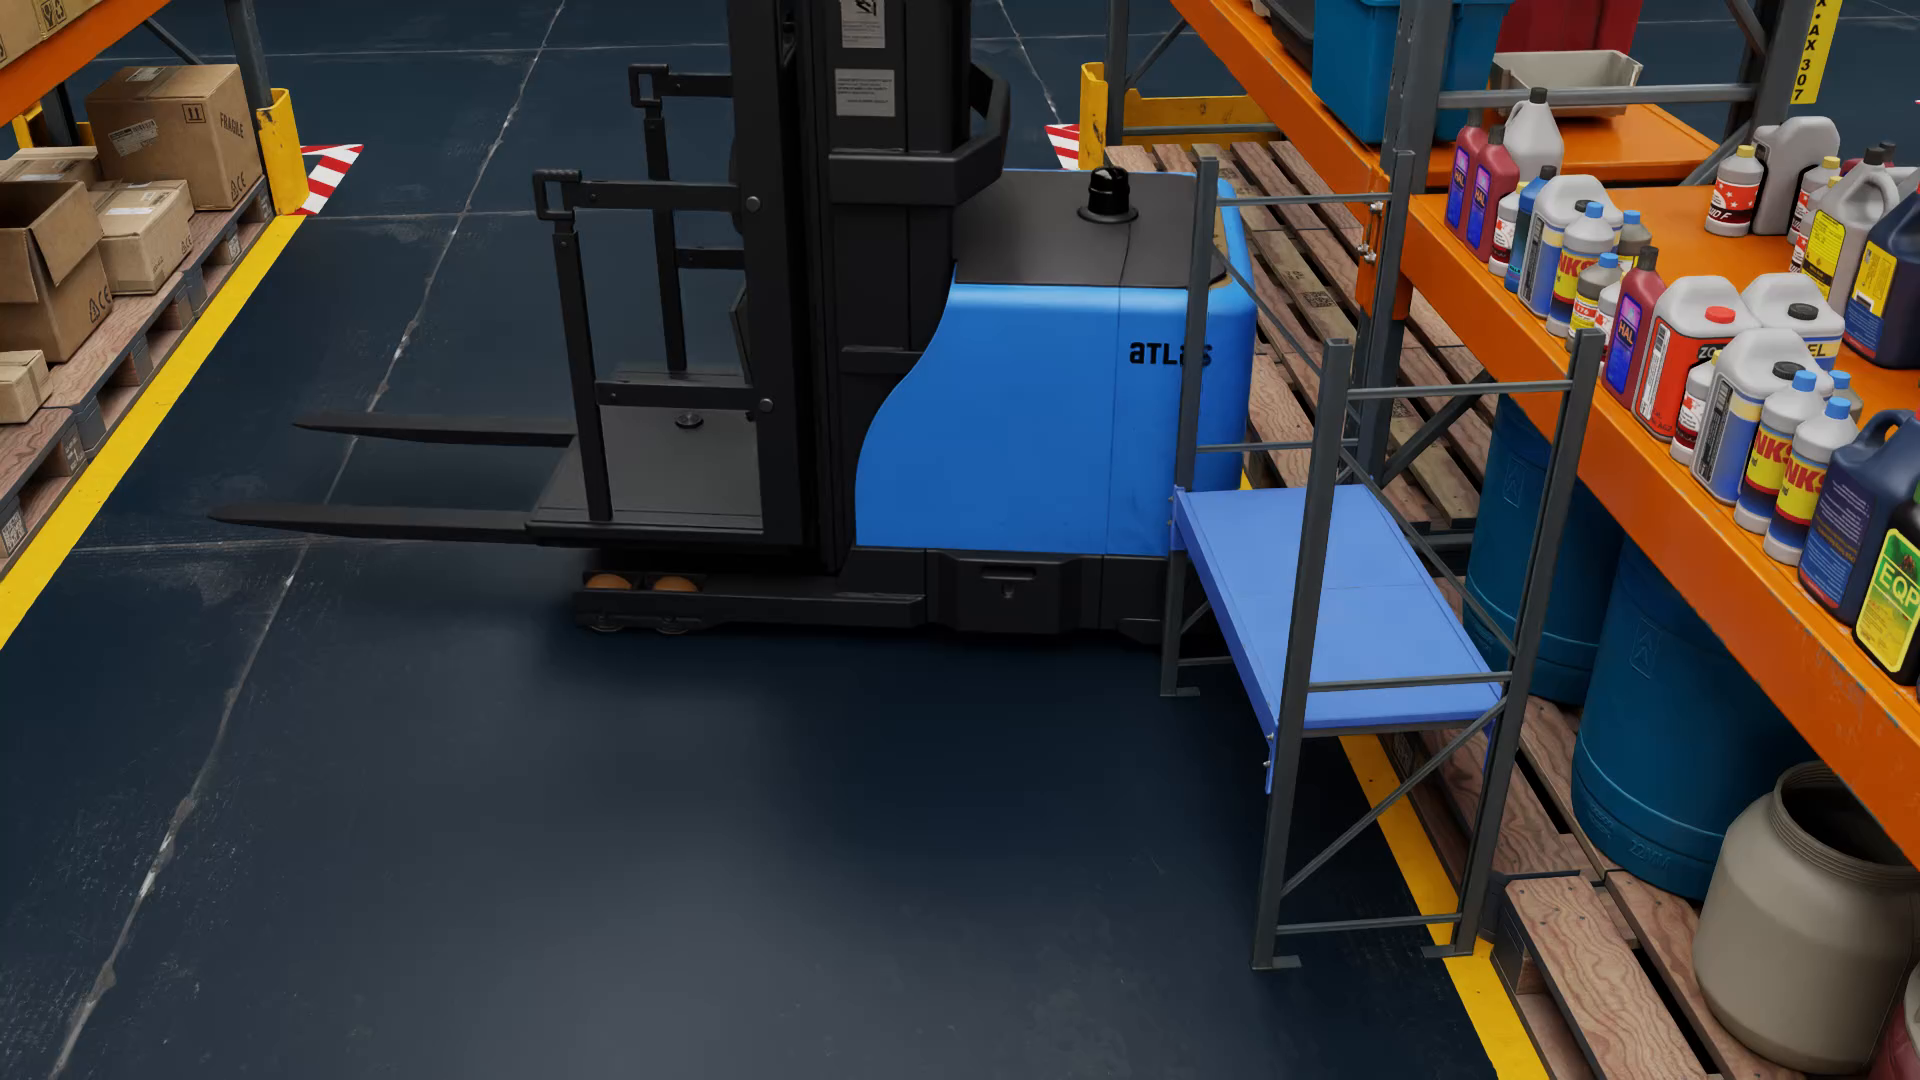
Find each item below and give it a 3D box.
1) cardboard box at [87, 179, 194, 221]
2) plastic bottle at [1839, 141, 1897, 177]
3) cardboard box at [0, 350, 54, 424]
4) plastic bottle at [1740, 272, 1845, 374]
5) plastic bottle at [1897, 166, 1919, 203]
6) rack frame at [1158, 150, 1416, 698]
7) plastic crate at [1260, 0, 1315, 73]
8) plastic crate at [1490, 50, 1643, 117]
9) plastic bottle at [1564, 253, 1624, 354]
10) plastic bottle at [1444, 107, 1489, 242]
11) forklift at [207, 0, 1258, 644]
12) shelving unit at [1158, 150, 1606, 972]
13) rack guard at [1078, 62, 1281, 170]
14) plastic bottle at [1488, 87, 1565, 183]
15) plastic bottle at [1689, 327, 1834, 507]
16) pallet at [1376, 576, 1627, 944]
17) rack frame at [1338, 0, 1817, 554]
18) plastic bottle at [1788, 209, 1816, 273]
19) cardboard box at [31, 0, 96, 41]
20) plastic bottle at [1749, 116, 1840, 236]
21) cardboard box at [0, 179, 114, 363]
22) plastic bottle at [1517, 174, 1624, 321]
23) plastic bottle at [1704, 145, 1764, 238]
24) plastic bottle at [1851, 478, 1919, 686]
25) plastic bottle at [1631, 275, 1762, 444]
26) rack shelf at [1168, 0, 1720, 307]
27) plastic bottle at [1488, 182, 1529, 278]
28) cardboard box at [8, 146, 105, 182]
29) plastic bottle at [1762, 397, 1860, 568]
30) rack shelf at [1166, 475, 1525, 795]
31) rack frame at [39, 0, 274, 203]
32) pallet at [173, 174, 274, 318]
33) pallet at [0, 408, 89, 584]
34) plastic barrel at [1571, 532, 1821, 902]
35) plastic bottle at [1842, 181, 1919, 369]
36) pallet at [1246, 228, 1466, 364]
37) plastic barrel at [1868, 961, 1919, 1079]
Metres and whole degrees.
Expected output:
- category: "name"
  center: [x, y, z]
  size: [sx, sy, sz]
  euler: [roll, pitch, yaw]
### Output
- category: "cardboard box"
  center: [-3.481, -1.409, 7.018]
  size: [0.380, 0.166, 0.250]
  euler: [-3, 31, -5]
- category: "plastic bottle"
  center: [2.006, -0.755, 3.702]
  size: [0.061, 0.283, 0.133]
  euler: [-3, 31, -5]
- category: "cardboard box"
  center: [-3.267, -0.510, 5.512]
  size: [0.380, 0.166, 0.250]
  euler: [-3, 31, -5]
- category: "plastic bottle"
  center: [1.482, -0.333, 3.004]
  size: [0.152, 0.276, 0.135]
  euler: [-3, 31, -5]
- category: "plastic bottle"
  center: [1.992, -0.632, 3.431]
  size: [0.144, 0.351, 0.185]
  euler: [-3, 31, -5]
- category: "rack frame"
  center: [0.793, -0.233, 4.178]
  size: [0.500, 1.500, 0.032]
  euler: [-3, 31, -5]
- category: "plastic crate"
  center: [1.208, -1.573, 5.168]
  size: [0.437, 0.125, 0.590]
  euler: [-3, 31, -5]
- category: "plastic crate"
  center: [1.679, -1.264, 4.639]
  size: [0.396, 0.136, 0.243]
  euler: [-3, 31, -5]
- category: "plastic bottle"
  center: [1.271, -0.470, 3.305]
  size: [0.097, 0.201, 0.097]
  euler: [0, 31, 0]
- category: "plastic bottle"
  center: [1.190, -0.849, 3.860]
  size: [0.061, 0.283, 0.133]
  euler: [-3, 31, -5]
- category: "forklift"
  center: [-0.704, -1.253, 4.490]
  size: [3.031, 2.935, 1.130]
  euler: [2, 31, 3]
- category: "shelving unit"
  center: [0.841, 0.026, 3.743]
  size: [0.538, 1.500, 1.048]
  euler: [-3, 31, -5]
- category: "rack guard"
  center: [1.191, -2.087, 8.257]
  size: [1.175, 0.500, 0.348]
  euler: [-3, 31, -5]
- category: "plastic bottle"
  center: [1.294, -0.870, 3.829]
  size: [0.144, 0.351, 0.185]
  euler: [-3, 31, -5]
- category: "plastic bottle"
  center: [1.352, -0.208, 2.794]
  size: [0.152, 0.276, 0.135]
  euler: [-3, 31, -5]
- category: "pallet"
  center: [1.611, 0.486, 4.230]
  size: [1.003, 0.211, 1.213]
  euler: [-3, 31, -5]
- category: "rack frame"
  center: [1.580, -1.107, 4.178]
  size: [1.000, 3.000, 0.127]
  euler: [-3, 31, -5]
- category: "plastic bottle"
  center: [1.850, -0.634, 3.579]
  size: [0.097, 0.201, 0.097]
  euler: [0, 31, 0]
- category: "cardboard box"
  center: [-3.273, -1.964, 5.515]
  size: [0.500, 0.500, 0.500]
  euler: [-3, 31, -5]
- category: "plastic bottle"
  center: [1.939, -0.868, 3.898]
  size: [0.152, 0.276, 0.135]
  euler: [-3, 31, -5]
- category: "cardboard box"
  center: [-3.533, -0.947, 5.916]
  size: [0.797, 0.503, 0.637]
  euler: [-3, 31, -5]
- category: "plastic bottle"
  center: [1.278, -0.612, 3.470]
  size: [0.152, 0.276, 0.135]
  euler: [-3, 31, -5]
- category: "plastic bottle"
  center: [1.816, -0.820, 3.892]
  size: [0.097, 0.201, 0.097]
  euler: [0, 31, 0]
- category: "plastic bottle"
  center: [1.355, 0.054, 2.349]
  size: [0.061, 0.283, 0.133]
  euler: [-3, 31, -5]
- category: "plastic bottle"
  center: [1.331, -0.326, 2.992]
  size: [0.152, 0.276, 0.135]
  euler: [-3, 31, -5]
- category: "rack shelf"
  center: [1.393, -1.819, 6.072]
  size: [1.077, 0.370, 4.000]
  euler: [-3, 31, -5]
- category: "plastic bottle"
  center: [1.231, -0.688, 3.670]
  size: [0.097, 0.201, 0.097]
  euler: [0, 31, 0]
- category: "cardboard box"
  center: [-4.029, -1.648, 7.435]
  size: [0.380, 0.149, 0.250]
  euler: [-3, 31, -5]
- category: "plastic bottle"
  center: [1.345, -0.095, 2.610]
  size: [0.097, 0.271, 0.097]
  euler: [0, 31, 0]
- category: "rack shelf"
  center: [0.841, 0.181, 3.835]
  size: [0.538, 0.185, 1.000]
  euler: [-3, 31, -5]
- category: "rack frame"
  center: [-3.726, -2.913, 7.203]
  size: [1.000, 3.000, 0.127]
  euler: [-3, 31, -5]
- category: "pallet"
  center: [-3.643, -1.270, 7.171]
  size: [1.003, 0.211, 1.213]
  euler: [-3, 31, -5]
- category: "pallet"
  center: [-3.415, -0.025, 5.086]
  size: [1.003, 0.211, 1.213]
  euler: [-3, 31, -5]
- category: "plastic barrel"
  center: [1.680, 0.254, 3.536]
  size: [0.600, 0.901, 0.708]
  euler: [-3, 31, -5]
- category: "plastic bottle"
  center: [1.866, -0.531, 3.261]
  size: [0.144, 0.351, 0.185]
  euler: [-3, 31, -5]
- category: "pallet"
  center: [1.356, -0.907, 6.563]
  size: [1.003, 0.211, 1.213]
  euler: [-3, 31, -5]
- category: "plastic barrel"
  center: [1.786, 0.965, 2.651]
  size: [0.600, 0.588, 0.708]
  euler: [-3, 31, -5]
